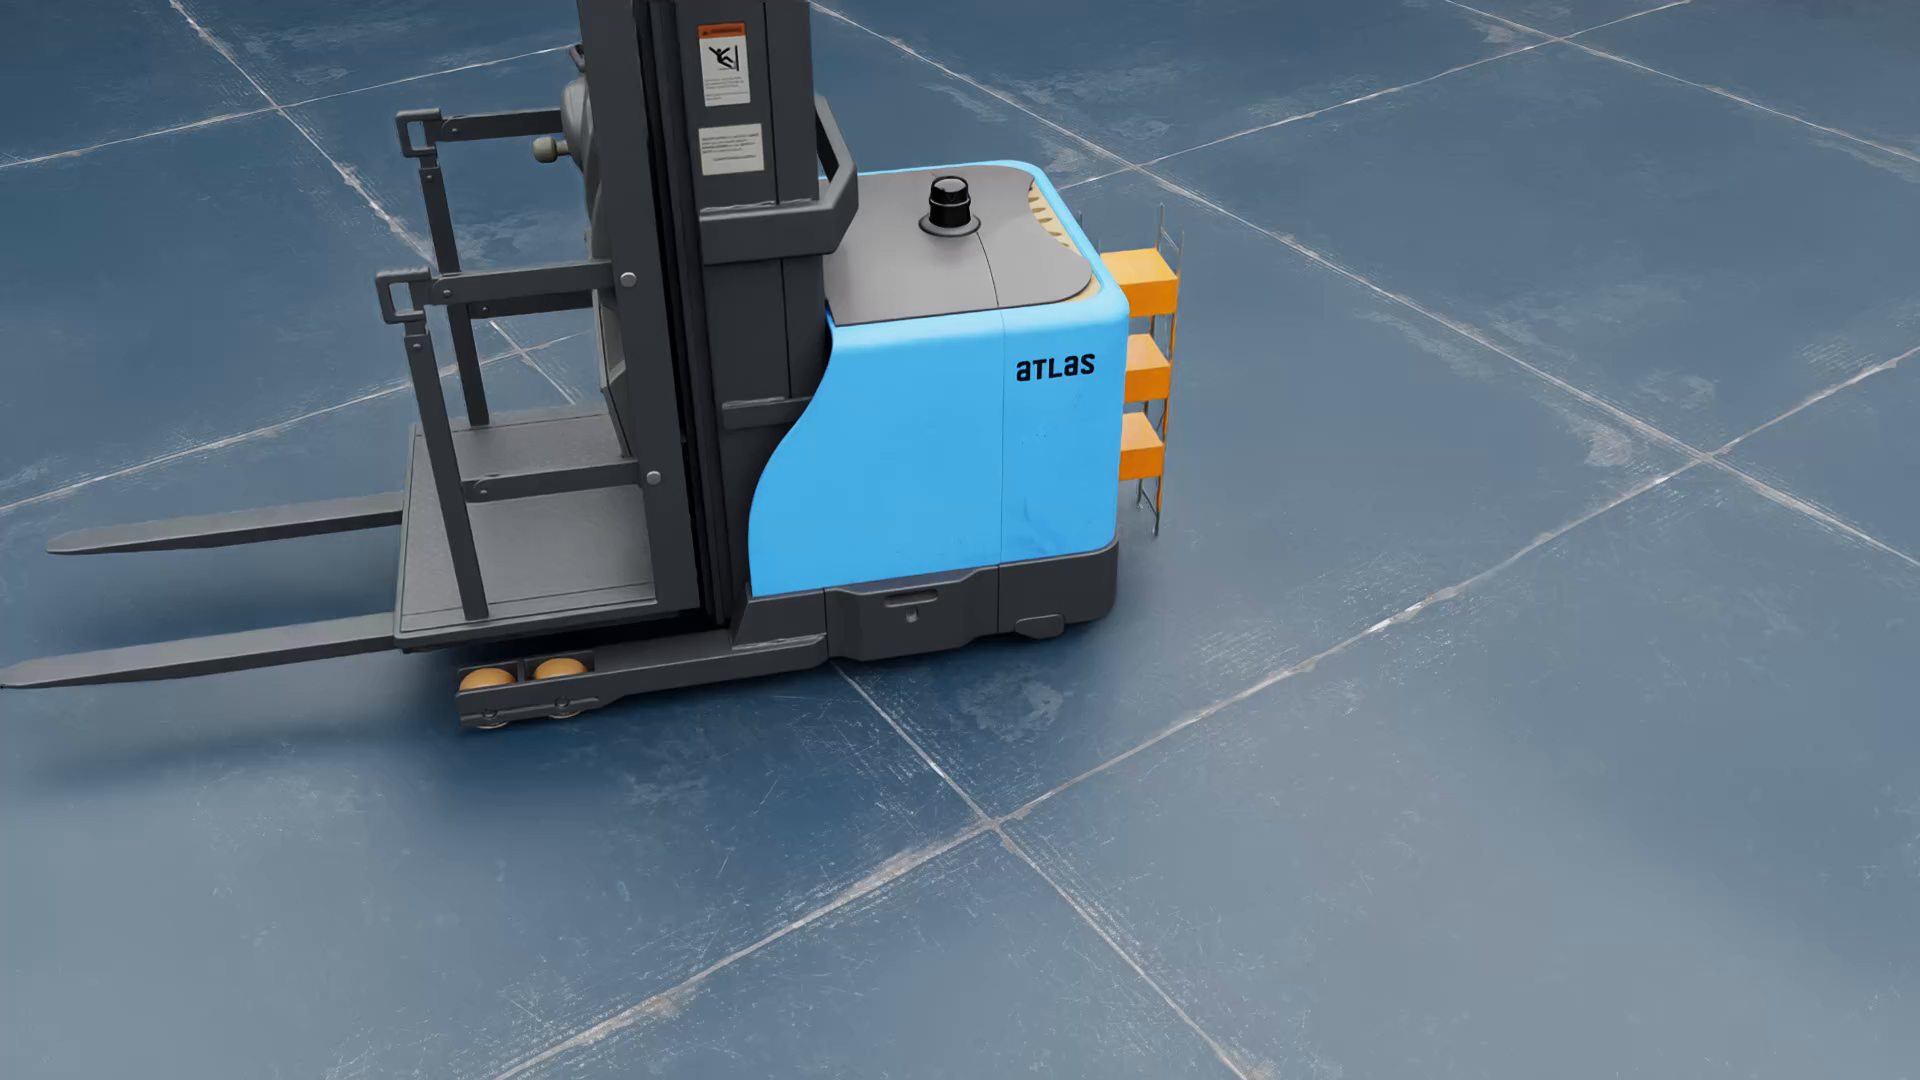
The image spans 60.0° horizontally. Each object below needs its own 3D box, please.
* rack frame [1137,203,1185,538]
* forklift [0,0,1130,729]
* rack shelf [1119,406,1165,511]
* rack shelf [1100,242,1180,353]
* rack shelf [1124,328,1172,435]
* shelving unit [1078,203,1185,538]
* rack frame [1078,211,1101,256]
[{"bbox_3d":[0.603,-0.489,5.031,0.008,1.050,0.200,-8,36,-10],"label":"rack frame"},{"bbox_3d":[-1.116,-1.015,4.151,3.031,2.935,1.130,-8,36,-10],"label":"forklift"},{"bbox_3d":[0.484,-0.239,5.178,0.240,0.259,0.215,-8,36,-10],"label":"rack shelf"},{"bbox_3d":[0.484,-0.695,4.850,0.240,0.259,0.215,-8,36,-10],"label":"rack shelf"},{"bbox_3d":[0.484,-0.465,5.016,0.240,0.259,0.215,-8,36,-10],"label":"rack shelf"},{"bbox_3d":[0.484,-0.474,5.009,0.252,1.050,0.215,-8,36,-10],"label":"shelving unit"},{"bbox_3d":[0.365,-0.458,4.987,0.008,1.050,0.200,-8,36,-10],"label":"rack frame"}]
